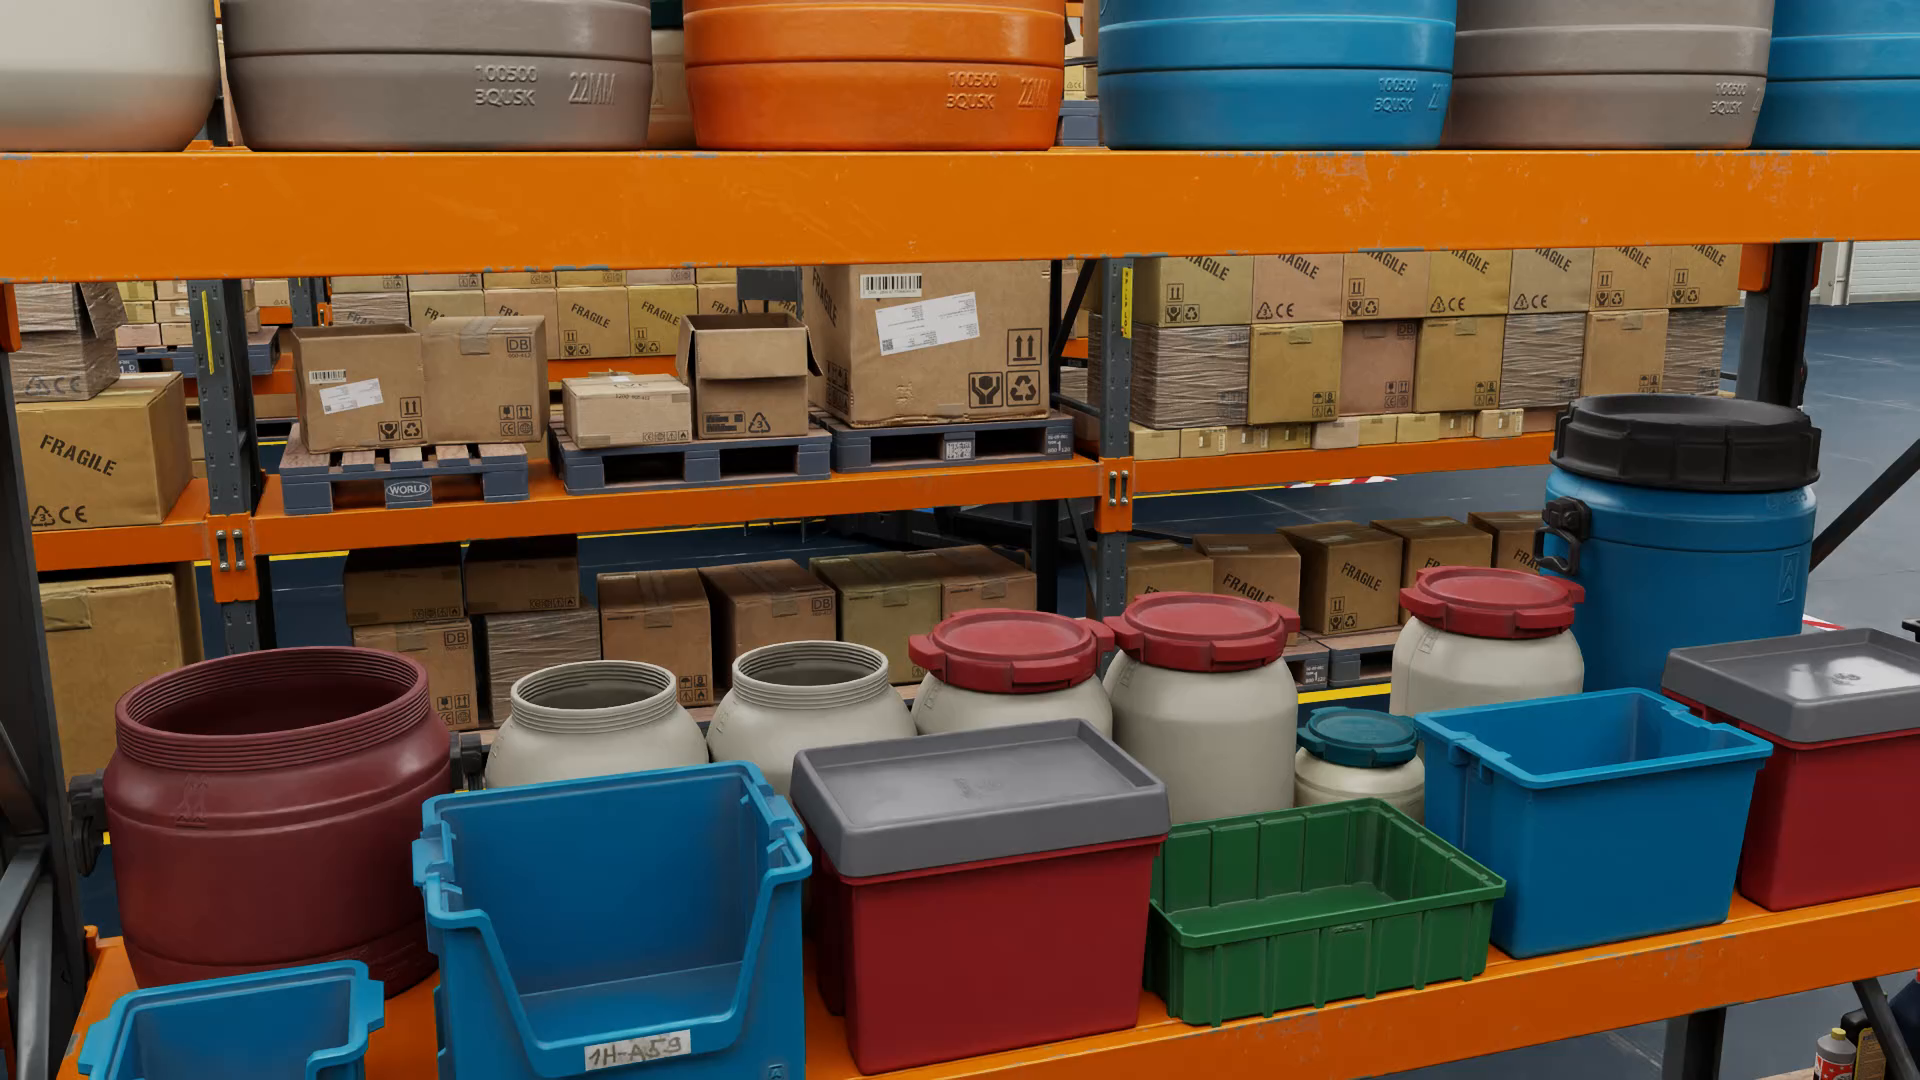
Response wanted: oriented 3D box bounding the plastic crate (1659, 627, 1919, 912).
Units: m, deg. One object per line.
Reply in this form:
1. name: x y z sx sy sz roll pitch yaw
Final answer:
1. plastic crate: 1.828 0.477 3.516 0.583 0.464 0.402 -4 14 -18

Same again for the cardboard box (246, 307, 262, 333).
1. cardboard box: -5.156 -1.574 11.914 0.250 0.149 0.380 -5 14 -19

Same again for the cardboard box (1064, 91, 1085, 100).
1. cardboard box: 0.784 -3.413 12.946 0.250 0.149 0.380 -4 14 -18

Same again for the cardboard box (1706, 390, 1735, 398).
1. cardboard box: 4.197 -0.787 9.514 0.250 0.149 0.380 -4 14 -18

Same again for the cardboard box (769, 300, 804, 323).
1. cardboard box: -1.286 -1.728 12.707 0.500 0.500 0.500 -5 14 -18

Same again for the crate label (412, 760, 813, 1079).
1. crate label: -0.574 0.670 2.769 0.616 0.435 0.502 -4 14 -18

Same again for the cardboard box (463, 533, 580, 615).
1. cardboard box: -2.056 0.154 7.843 0.500 0.250 0.500 -3 14 -12

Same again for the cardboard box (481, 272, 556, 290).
1. cardboard box: -3.274 -2.123 12.208 0.500 0.500 0.700 -5 14 -19

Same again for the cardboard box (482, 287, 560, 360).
1. cardboard box: -3.197 -1.579 12.081 0.500 0.500 0.500 -4 14 -18

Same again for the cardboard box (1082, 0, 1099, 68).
1. cardboard box: 0.955 -2.666 8.446 0.500 0.500 0.500 -5 14 -20

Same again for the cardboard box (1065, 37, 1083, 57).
1. cardboard box: 0.783 -3.801 12.852 0.250 0.149 0.380 -4 14 -18

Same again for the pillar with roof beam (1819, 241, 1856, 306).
1. pillar with roof beam: 17.139 -7.687 25.013 0.400 9.000 9.100 -4 14 -18

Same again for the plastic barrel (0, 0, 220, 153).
1. plastic barrel: -1.210 -0.769 2.168 0.421 0.512 0.421 0 13 0

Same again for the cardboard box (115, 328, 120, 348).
1. cardboard box: -5.705 -1.371 11.060 0.250 0.149 0.380 -5 14 -19

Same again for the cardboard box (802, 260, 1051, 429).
1. cardboard box: -0.188 -1.149 8.287 1.000 1.000 1.000 -4 14 -18

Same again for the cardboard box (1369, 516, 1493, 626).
1. cardboard box: 2.649 0.172 9.432 0.500 0.500 0.500 -3 14 -13

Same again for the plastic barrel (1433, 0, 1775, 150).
1. plastic barrel: 1.157 -1.164 2.990 0.600 0.901 0.600 0 13 0

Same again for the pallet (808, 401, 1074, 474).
1. pallet: -0.161 -0.563 8.442 1.213 0.211 1.003 -4 14 -18

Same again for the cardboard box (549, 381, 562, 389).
1. cardboard box: -4.386 -1.635 17.307 0.625 0.372 0.950 -4 14 -16

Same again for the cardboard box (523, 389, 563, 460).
1. cardboard box: -3.234 -0.681 12.478 0.750 0.750 1.050 -4 14 -17

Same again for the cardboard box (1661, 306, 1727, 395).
1. cardboard box: 3.871 -1.135 9.572 0.500 0.500 0.875 -4 14 -18

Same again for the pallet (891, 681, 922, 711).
1. pallet: -0.128 0.734 8.602 1.213 0.211 1.003 -4 14 -18

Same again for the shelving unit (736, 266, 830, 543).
1. shelving unit: -1.277 -1.063 12.074 0.503 2.100 0.431 6 15 23

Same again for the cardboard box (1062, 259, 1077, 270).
1. cardboard box: 0.524 -2.470 13.386 0.550 0.550 0.875 -4 14 -18

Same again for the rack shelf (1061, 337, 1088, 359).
1. rack shelf: 1.019 -1.574 13.831 4.000 0.370 1.077 -4 14 -18

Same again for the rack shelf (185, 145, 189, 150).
1. rack shelf: -5.077 -1.347 6.397 4.000 0.370 1.077 -4 14 -18

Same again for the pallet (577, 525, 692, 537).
1. pallet: -2.742 -0.255 12.759 1.213 0.211 1.003 -4 14 -18

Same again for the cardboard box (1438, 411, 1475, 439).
1. cardboard box: 2.549 -0.650 8.938 0.250 0.149 0.380 -4 14 -18

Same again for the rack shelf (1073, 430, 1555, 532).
1. rack shelf: 2.505 -0.478 9.226 4.000 0.370 1.077 -4 14 -18

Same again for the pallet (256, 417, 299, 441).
1. pallet: -7.113 -1.161 16.567 1.213 0.211 1.003 -4 14 -18

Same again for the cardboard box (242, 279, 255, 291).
1. cardboard box: -5.171 -1.860 11.832 0.250 0.149 0.380 -4 14 -18

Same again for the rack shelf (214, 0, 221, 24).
1. rack shelf: -8.238 -4.785 15.234 4.000 0.370 1.077 -4 14 -18

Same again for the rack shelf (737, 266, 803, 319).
1. rack shelf: -1.277 -1.731 11.915 0.480 0.518 0.431 6 15 23

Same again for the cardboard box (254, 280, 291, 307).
1. cardboard box: -6.739 -2.392 16.040 0.500 0.250 0.500 -5 14 -20

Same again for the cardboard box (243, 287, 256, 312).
1. cardboard box: -5.189 -1.716 11.867 0.250 0.149 0.380 -4 14 -16

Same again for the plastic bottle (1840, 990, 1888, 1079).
1. plastic bottle: 2.540 1.405 4.673 0.133 0.283 0.061 -4 14 -15

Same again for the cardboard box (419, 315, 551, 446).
1. cardboard box: -2.185 -0.750 7.691 0.500 0.500 0.700 -2 14 -10

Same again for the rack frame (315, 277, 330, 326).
1. rack frame: -6.342 -2.559 16.419 0.127 3.000 1.000 -4 14 -18

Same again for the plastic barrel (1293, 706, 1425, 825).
1. plastic barrel: 0.886 0.537 3.703 0.301 0.262 0.301 0 13 0

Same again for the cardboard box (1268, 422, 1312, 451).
1. cardboard box: 1.613 -0.569 8.596 0.250 0.149 0.380 -4 14 -18

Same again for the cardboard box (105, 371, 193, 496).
1. cardboard box: -3.729 -0.458 7.370 0.500 0.500 0.500 -4 14 -16

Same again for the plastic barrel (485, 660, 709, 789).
1. plastic barrel: -0.695 0.524 3.218 0.421 0.512 0.421 0 13 0

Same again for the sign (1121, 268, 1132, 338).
1. sign: 0.790 -1.123 7.878 0.005 0.325 0.100 -4 14 -18

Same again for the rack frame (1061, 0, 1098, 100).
1. rack frame: 0.610 -3.599 7.828 0.127 3.000 1.000 -4 14 -18

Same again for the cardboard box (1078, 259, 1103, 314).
1. cardboard box: 0.948 -1.454 8.754 0.500 0.500 0.500 -4 14 -18

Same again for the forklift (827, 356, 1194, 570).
1. forklift: 0.488 -1.336 11.426 3.031 2.935 1.130 10 17 37

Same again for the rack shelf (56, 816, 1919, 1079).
1. rack shelf: 0.294 0.903 3.418 4.000 0.370 1.077 -4 14 -18

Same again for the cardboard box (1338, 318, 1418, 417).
1. cardboard box: 1.983 -0.982 8.930 0.500 0.500 0.875 -4 14 -18

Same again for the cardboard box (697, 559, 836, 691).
1. cardboard box: -0.967 0.434 8.286 0.500 0.500 0.700 -6 15 -23

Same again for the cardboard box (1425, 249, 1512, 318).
1. cardboard box: 2.535 -1.451 8.743 0.500 0.500 0.500 -4 14 -18
